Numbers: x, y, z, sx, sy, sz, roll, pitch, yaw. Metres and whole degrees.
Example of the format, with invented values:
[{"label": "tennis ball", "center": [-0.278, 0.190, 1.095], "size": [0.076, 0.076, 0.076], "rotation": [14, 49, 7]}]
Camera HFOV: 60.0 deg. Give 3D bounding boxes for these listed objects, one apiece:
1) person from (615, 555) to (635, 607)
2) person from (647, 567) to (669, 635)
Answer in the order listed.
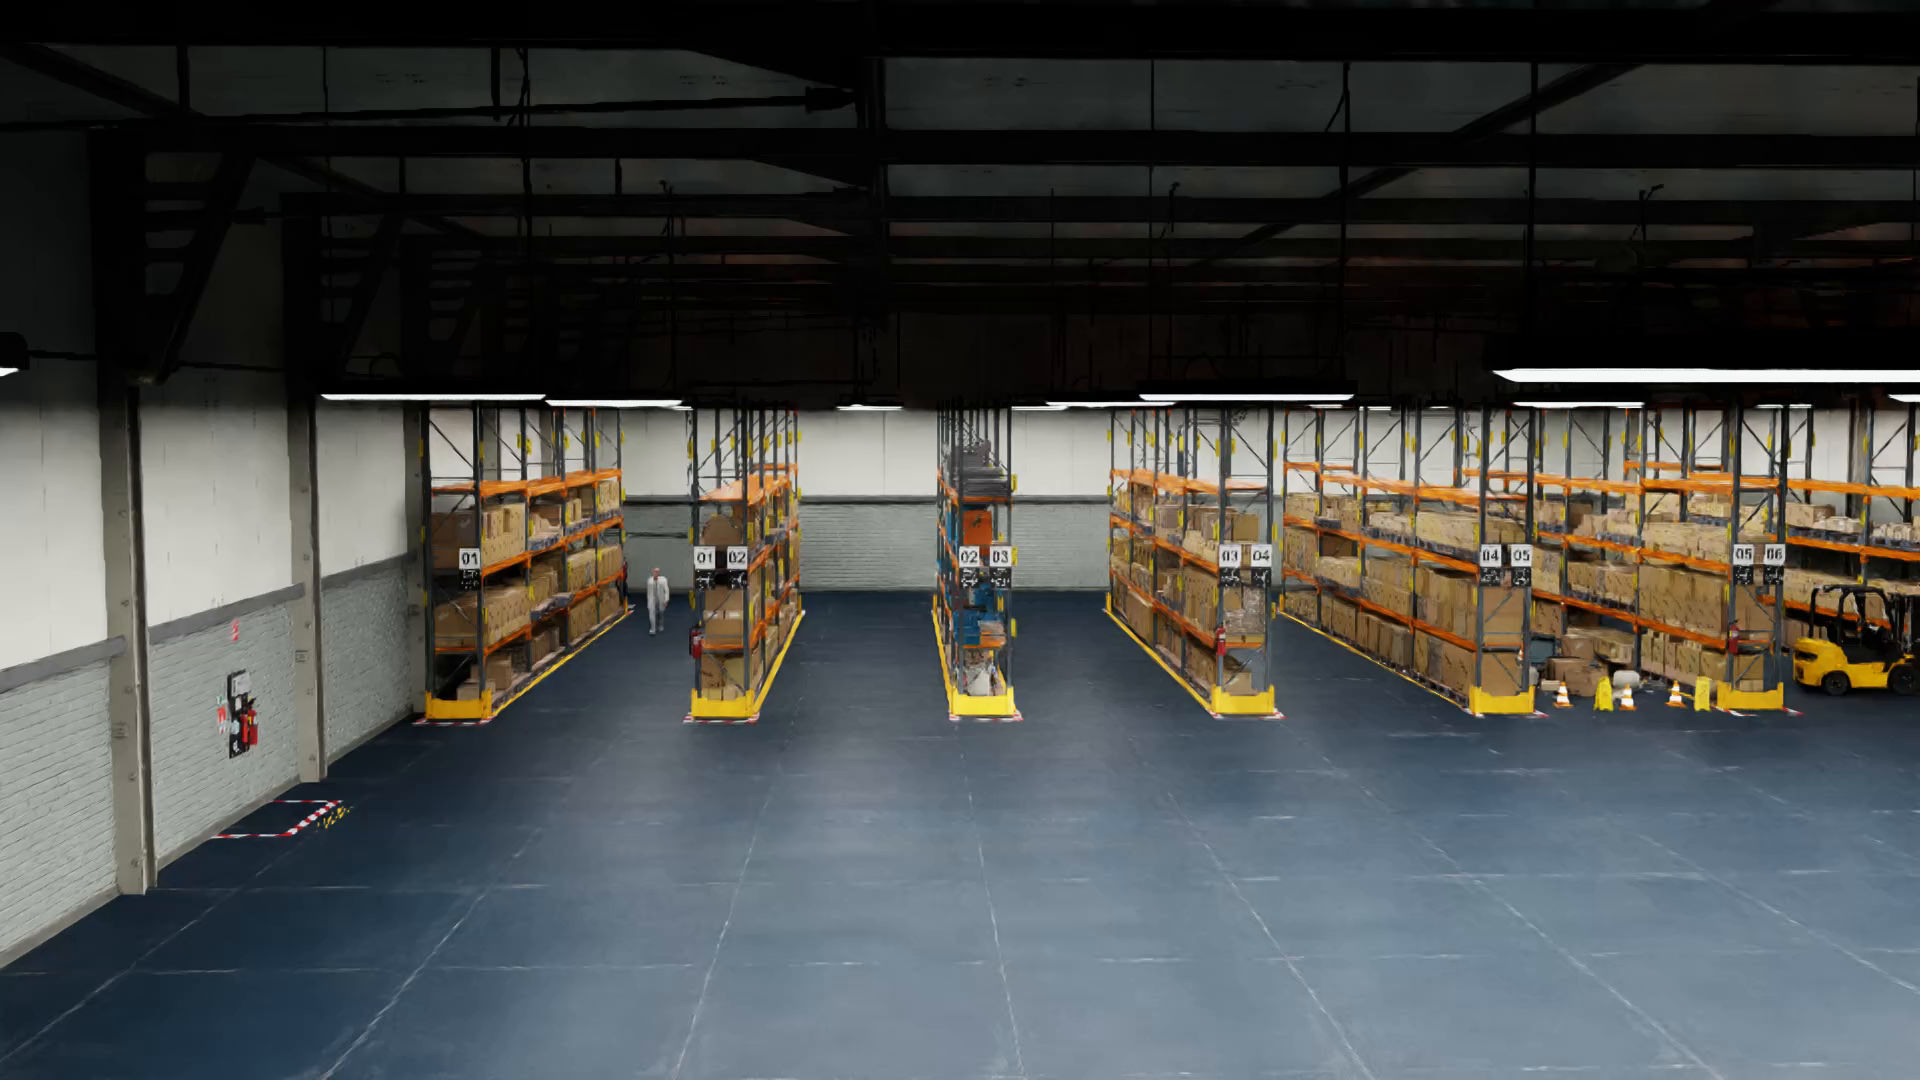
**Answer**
[{"label": "person", "center": [-9.805, 1.194, 48.210], "size": [0.494, 1.592, 0.618], "rotation": [2, 5, 27]}, {"label": "person", "center": [-7.792, 1.551, 42.824], "size": [0.603, 1.725, 1.110], "rotation": [0, 4, -3]}]
